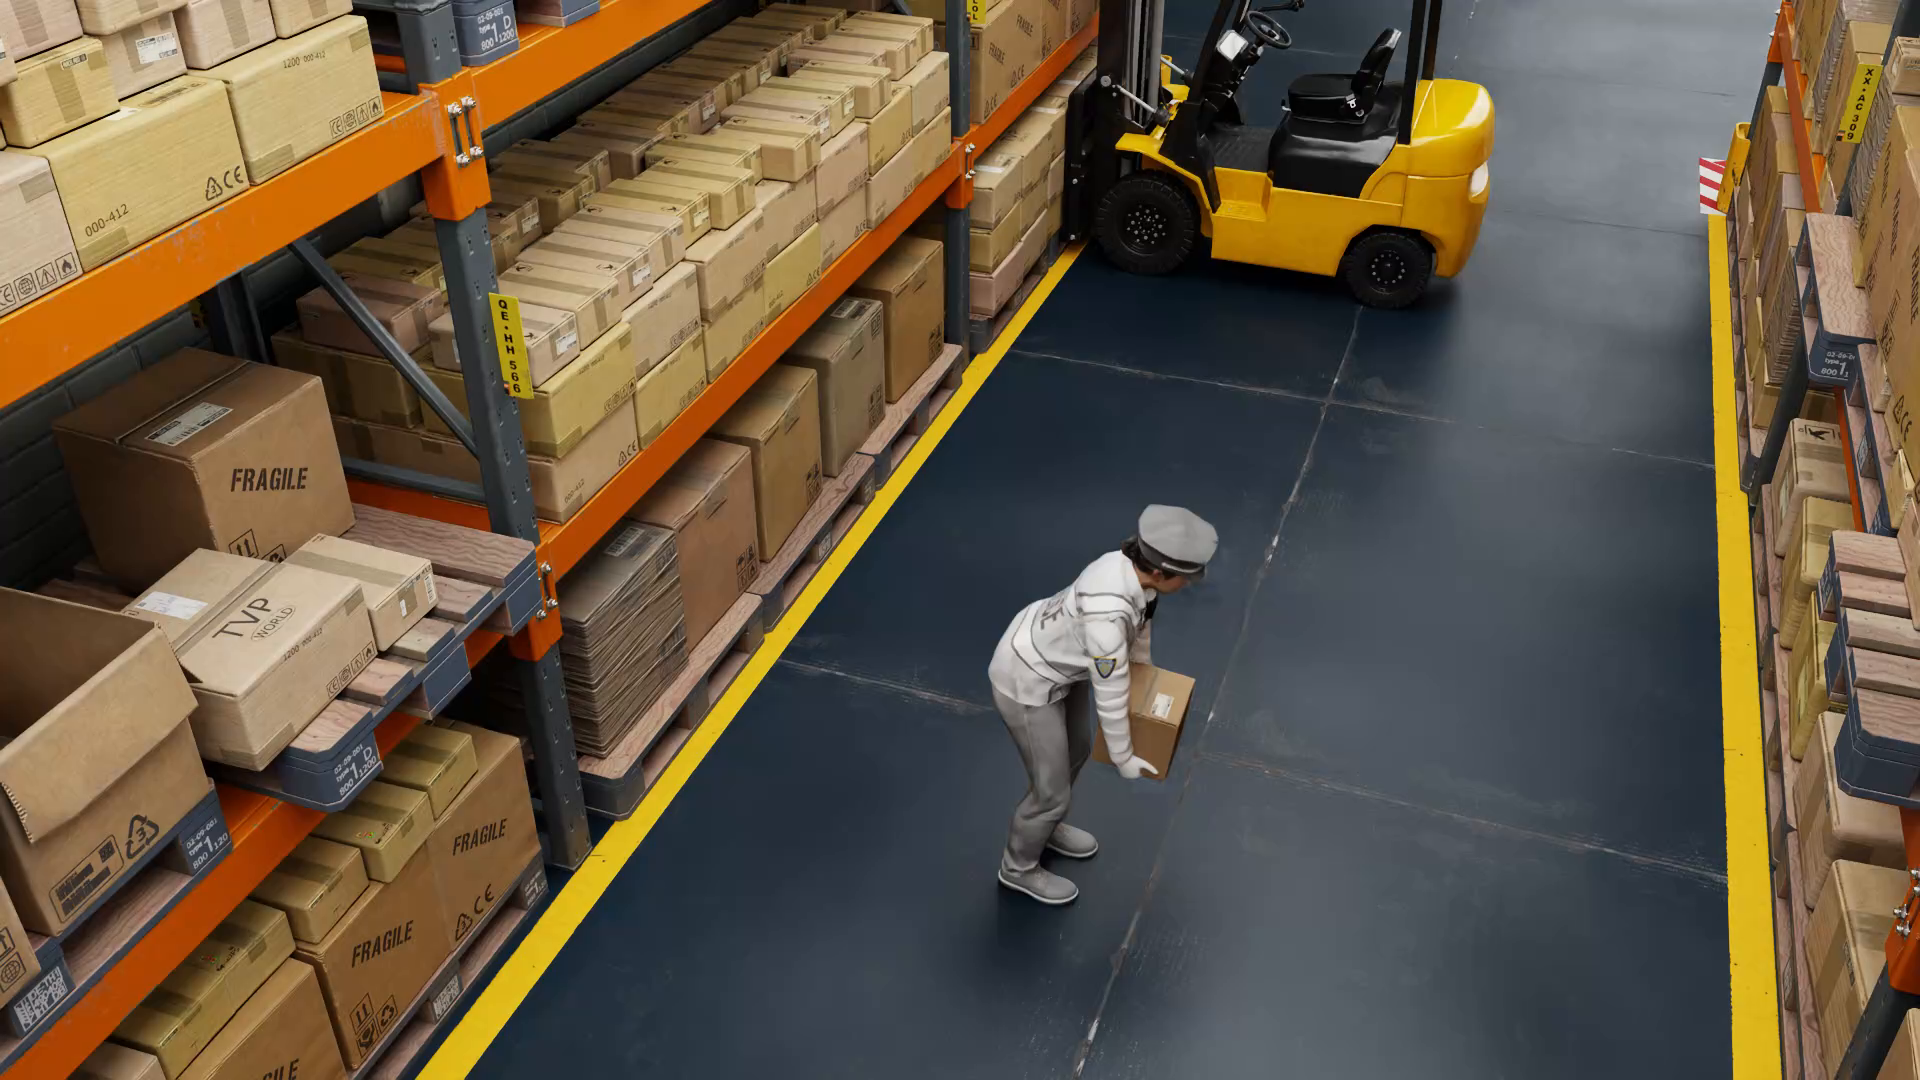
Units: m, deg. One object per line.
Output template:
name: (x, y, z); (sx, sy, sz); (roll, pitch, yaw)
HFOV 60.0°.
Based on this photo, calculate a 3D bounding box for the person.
person: (0.443, 0.543, 5.449); (0.695, 1.529, 0.406); (11, 35, 15)
